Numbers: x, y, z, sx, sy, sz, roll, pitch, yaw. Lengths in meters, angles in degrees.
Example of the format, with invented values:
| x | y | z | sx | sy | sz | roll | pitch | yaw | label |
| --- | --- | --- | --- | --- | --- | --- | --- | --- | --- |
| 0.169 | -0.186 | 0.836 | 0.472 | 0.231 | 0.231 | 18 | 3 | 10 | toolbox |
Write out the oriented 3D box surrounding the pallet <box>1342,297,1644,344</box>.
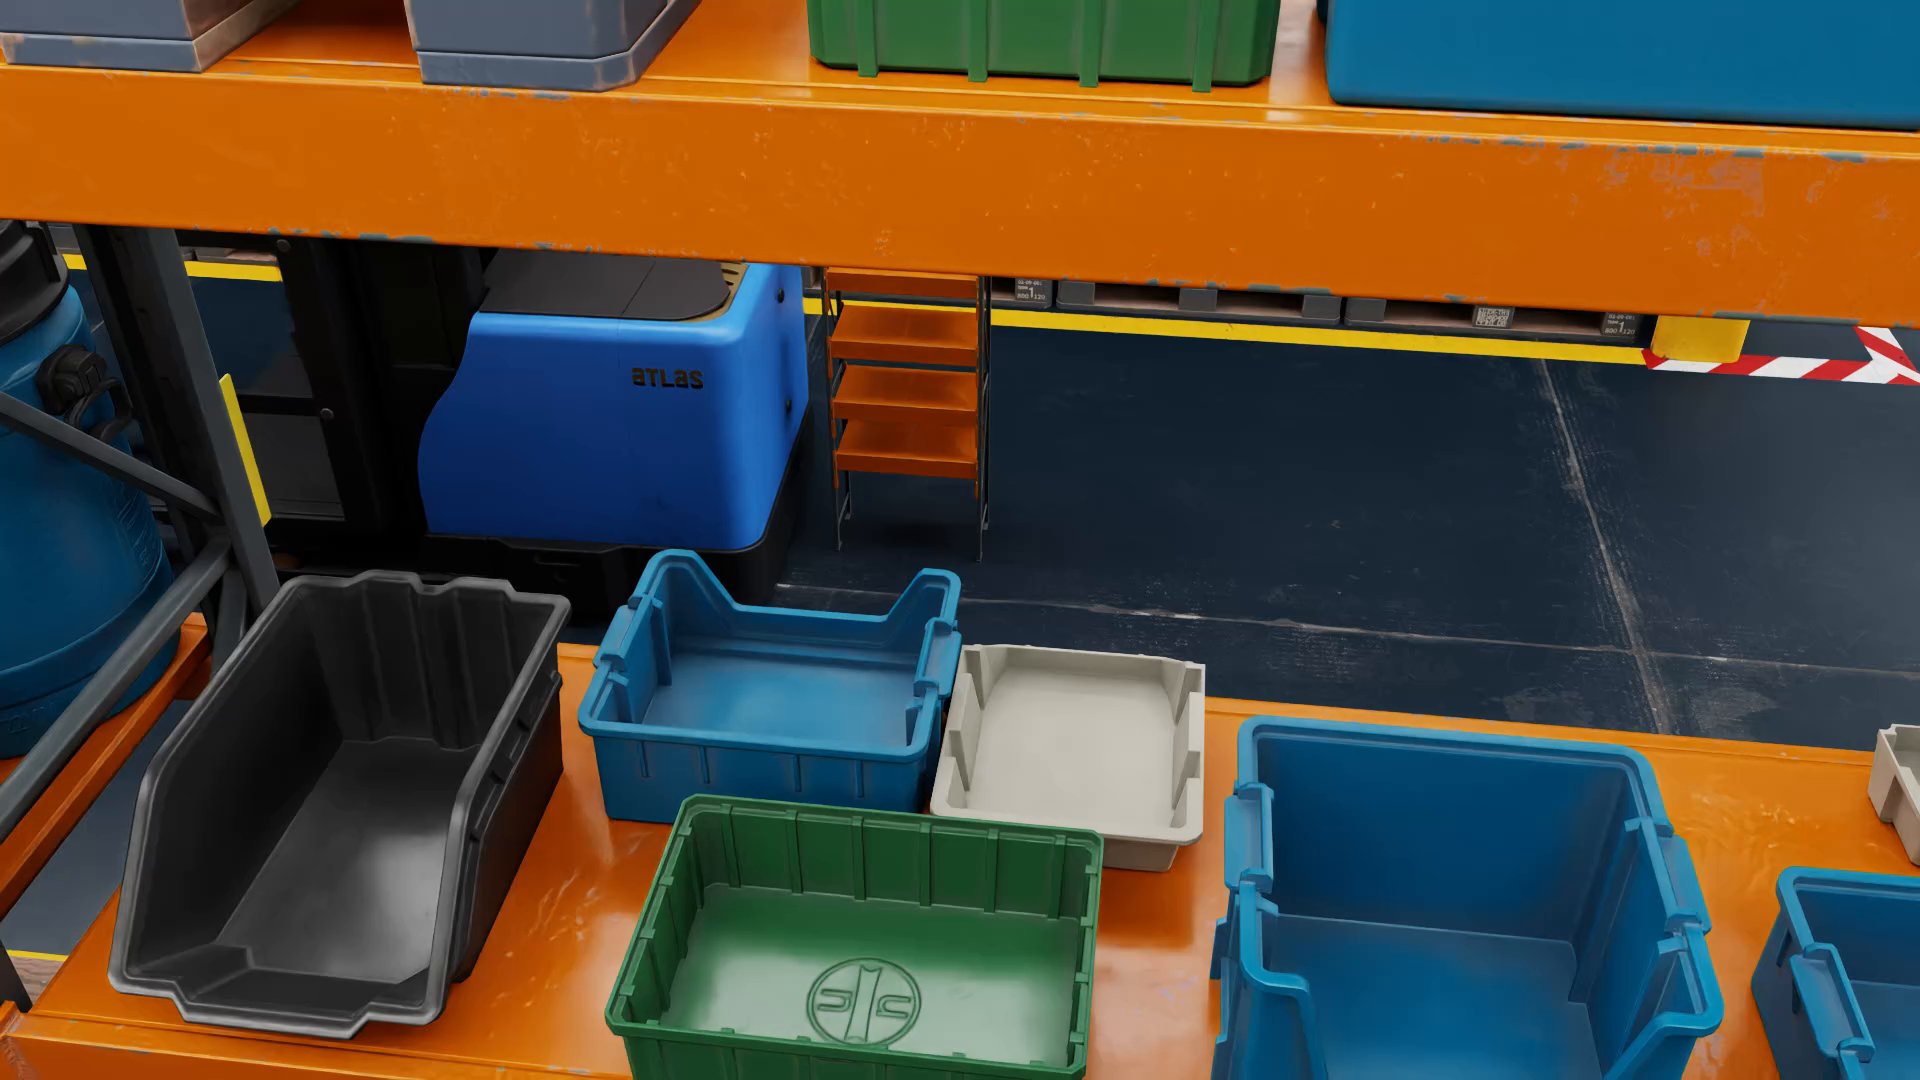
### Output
| x | y | z | sx | sy | sz | roll | pitch | yaw | label |
| --- | --- | --- | --- | --- | --- | --- | --- | --- | --- |
| 2.277 | -1.229 | 7.290 | 1.213 | 0.211 | 1.003 | 4 | 36 | 6 | pallet |

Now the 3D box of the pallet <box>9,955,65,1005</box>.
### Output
| x | y | z | sx | sy | sz | roll | pitch | yaw | label |
| --- | --- | --- | --- | --- | --- | --- | --- | --- | --- |
| -2.228 | 1.379 | 3.636 | 1.213 | 0.211 | 1.003 | 4 | 36 | 6 | pallet |

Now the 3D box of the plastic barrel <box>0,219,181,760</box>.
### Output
| x | y | z | sx | sy | sz | roll | pitch | yaw | label |
| --- | --- | --- | --- | --- | --- | --- | --- | --- | --- |
| -1.789 | -0.127 | 2.914 | 0.708 | 0.901 | 0.600 | 4 | 36 | 6 | plastic barrel |

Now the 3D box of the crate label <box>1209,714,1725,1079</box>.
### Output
| x | y | z | sx | sy | sz | roll | pitch | yaw | label |
| --- | --- | --- | --- | --- | --- | --- | --- | --- | --- |
| 0.663 | 0.581 | 2.323 | 0.616 | 0.435 | 0.502 | 4 | 36 | 6 | crate label |

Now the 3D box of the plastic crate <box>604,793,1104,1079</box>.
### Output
| x | y | z | sx | sy | sz | roll | pitch | yaw | label |
| --- | --- | --- | --- | --- | --- | --- | --- | --- | --- |
| -0.134 | 0.629 | 2.468 | 0.662 | 0.188 | 0.450 | 4 | 36 | 6 | plastic crate |

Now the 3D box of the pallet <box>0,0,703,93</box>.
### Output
| x | y | z | sx | sy | sz | roll | pitch | yaw | label |
| --- | --- | --- | --- | --- | --- | --- | --- | --- | --- |
| -0.716 | -0.867 | 1.963 | 1.003 | 0.211 | 1.213 | 4 | 36 | 6 | pallet |

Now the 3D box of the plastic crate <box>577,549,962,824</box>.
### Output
| x | y | z | sx | sy | sz | roll | pitch | yaw | label |
| --- | --- | --- | --- | --- | --- | --- | --- | --- | --- |
| -0.312 | 0.266 | 2.923 | 0.616 | 0.251 | 0.499 | 4 | 36 | 6 | plastic crate |

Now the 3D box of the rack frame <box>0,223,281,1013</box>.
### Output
| x | y | z | sx | sy | sz | roll | pitch | yaw | label |
| --- | --- | --- | --- | --- | --- | --- | --- | --- | --- |
| -1.444 | 0.280 | 2.775 | 0.127 | 3.000 | 1.000 | 4 | 36 | 6 | rack frame |

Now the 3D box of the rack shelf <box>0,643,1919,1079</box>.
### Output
| x | y | z | sx | sy | sz | roll | pitch | yaw | label |
| --- | --- | --- | --- | --- | --- | --- | --- | --- | --- |
| 0.539 | 0.721 | 2.777 | 4.000 | 0.370 | 1.077 | 4 | 36 | 6 | rack shelf |

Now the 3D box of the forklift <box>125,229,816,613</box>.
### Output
| x | y | z | sx | sy | sz | roll | pitch | yaw | label |
| --- | --- | --- | --- | --- | --- | --- | --- | --- | --- |
| -2.074 | -1.285 | 5.027 | 3.031 | 2.935 | 1.130 | 3 | 36 | 5 | forklift |

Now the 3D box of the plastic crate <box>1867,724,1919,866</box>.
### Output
| x | y | z | sx | sy | sz | roll | pitch | yaw | label |
| --- | --- | --- | --- | --- | --- | --- | --- | --- | --- |
| 1.677 | 0.432 | 2.790 | 0.250 | 0.136 | 0.298 | 4 | 36 | 6 | plastic crate |

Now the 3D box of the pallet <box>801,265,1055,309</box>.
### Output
| x | y | z | sx | sy | sz | roll | pitch | yaw | label |
| --- | --- | --- | --- | --- | --- | --- | --- | --- | --- |
| -0.143 | -1.409 | 7.543 | 1.213 | 0.211 | 1.003 | 4 | 36 | 6 | pallet |

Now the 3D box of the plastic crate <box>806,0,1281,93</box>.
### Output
| x | y | z | sx | sy | sz | roll | pitch | yaw | label |
| --- | --- | --- | --- | --- | --- | --- | --- | --- | --- |
| 0.086 | -0.581 | 1.582 | 0.450 | 0.188 | 0.336 | 4 | 36 | 6 | plastic crate |

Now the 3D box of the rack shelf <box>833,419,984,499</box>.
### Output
| x | y | z | sx | sy | sz | roll | pitch | yaw | label |
| --- | --- | --- | --- | --- | --- | --- | --- | --- | --- |
| -0.164 | -0.284 | 5.573 | 0.480 | 0.148 | 0.258 | 4 | 36 | 6 | rack shelf |

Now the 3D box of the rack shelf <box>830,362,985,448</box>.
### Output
| x | y | z | sx | sy | sz | roll | pitch | yaw | label |
| --- | --- | --- | --- | --- | --- | --- | --- | --- | --- |
| -0.164 | -0.446 | 5.458 | 0.480 | 0.148 | 0.258 | 4 | 36 | 6 | rack shelf |

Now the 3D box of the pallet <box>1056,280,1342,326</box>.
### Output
| x | y | z | sx | sy | sz | roll | pitch | yaw | label |
| --- | --- | --- | --- | --- | --- | --- | --- | --- | --- |
| 1.071 | -1.321 | 7.419 | 1.213 | 0.211 | 1.003 | 4 | 36 | 6 | pallet |

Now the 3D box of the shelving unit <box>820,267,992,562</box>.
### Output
| x | y | z | sx | sy | sz | roll | pitch | yaw | label |
| --- | --- | --- | --- | --- | --- | --- | --- | --- | --- |
| -0.164 | -0.501 | 5.419 | 0.503 | 1.200 | 0.258 | 4 | 36 | 6 | shelving unit |

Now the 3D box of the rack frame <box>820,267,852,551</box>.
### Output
| x | y | z | sx | sy | sz | roll | pitch | yaw | label |
| --- | --- | --- | --- | --- | --- | --- | --- | --- | --- |
| -0.406 | -0.519 | 5.444 | 0.015 | 1.200 | 0.240 | 4 | 36 | 6 | rack frame |

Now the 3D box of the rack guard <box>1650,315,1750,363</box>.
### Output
| x | y | z | sx | sy | sz | roll | pitch | yaw | label |
| --- | --- | --- | --- | --- | --- | --- | --- | --- | --- |
| 3.079 | -1.266 | 7.093 | 0.348 | 0.500 | 1.175 | 4 | 36 | 6 | rack guard |

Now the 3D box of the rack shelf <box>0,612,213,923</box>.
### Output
| x | y | z | sx | sy | sz | roll | pitch | yaw | label |
| --- | --- | --- | --- | --- | --- | --- | --- | --- | --- |
| -3.428 | 0.425 | 3.192 | 4.000 | 0.370 | 1.077 | 4 | 36 | 6 | rack shelf |

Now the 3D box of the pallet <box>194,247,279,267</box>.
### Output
| x | y | z | sx | sy | sz | roll | pitch | yaw | label |
| --- | --- | --- | --- | --- | --- | --- | --- | --- | --- |
| -2.799 | -1.584 | 7.788 | 1.213 | 0.211 | 1.003 | 4 | 36 | 6 | pallet |

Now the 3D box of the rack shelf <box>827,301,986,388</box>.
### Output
| x | y | z | sx | sy | sz | roll | pitch | yaw | label |
| --- | --- | --- | --- | --- | --- | --- | --- | --- | --- |
| -0.164 | -0.628 | 5.328 | 0.480 | 0.148 | 0.258 | 4 | 36 | 6 | rack shelf |

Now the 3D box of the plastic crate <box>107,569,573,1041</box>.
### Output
| x | y | z | sx | sy | sz | roll | pitch | yaw | label |
| --- | --- | --- | --- | --- | --- | --- | --- | --- | --- |
| -0.941 | 0.417 | 2.637 | 0.504 | 0.338 | 0.767 | 4 | 36 | 6 | plastic crate |

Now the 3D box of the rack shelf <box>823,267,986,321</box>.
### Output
| x | y | z | sx | sy | sz | roll | pitch | yaw | label |
| --- | --- | --- | --- | --- | --- | --- | --- | --- | --- |
| -0.164 | -0.820 | 5.190 | 0.480 | 0.148 | 0.258 | 4 | 36 | 6 | rack shelf |

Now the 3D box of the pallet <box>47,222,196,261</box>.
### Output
| x | y | z | sx | sy | sz | roll | pitch | yaw | label |
| --- | --- | --- | --- | --- | --- | --- | --- | --- | --- |
| -4.006 | -1.676 | 7.917 | 1.213 | 0.211 | 1.003 | 4 | 36 | 6 | pallet |

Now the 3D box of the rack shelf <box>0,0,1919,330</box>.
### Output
| x | y | z | sx | sy | sz | roll | pitch | yaw | label |
| --- | --- | --- | --- | --- | --- | --- | --- | --- | --- |
| 0.539 | -0.500 | 1.906 | 4.000 | 0.370 | 1.077 | 4 | 36 | 6 | rack shelf |

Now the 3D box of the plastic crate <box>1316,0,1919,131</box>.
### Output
| x | y | z | sx | sy | sz | roll | pitch | yaw | label |
| --- | --- | --- | --- | --- | --- | --- | --- | --- | --- |
| 0.593 | -0.606 | 1.449 | 0.575 | 0.384 | 0.392 | 4 | 36 | 6 | plastic crate |

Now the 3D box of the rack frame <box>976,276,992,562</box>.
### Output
| x | y | z | sx | sy | sz | roll | pitch | yaw | label |
| --- | --- | --- | --- | --- | --- | --- | --- | --- | --- |
| 0.078 | -0.483 | 5.393 | 0.015 | 1.200 | 0.240 | 4 | 36 | 6 | rack frame |

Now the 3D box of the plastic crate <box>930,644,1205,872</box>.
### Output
| x | y | z | sx | sy | sz | roll | pitch | yaw | label |
| --- | --- | --- | --- | --- | --- | --- | --- | --- | --- |
| 0.199 | 0.362 | 2.888 | 0.437 | 0.136 | 0.530 | 4 | 36 | 6 | plastic crate |

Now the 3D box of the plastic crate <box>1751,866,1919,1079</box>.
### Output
| x | y | z | sx | sy | sz | roll | pitch | yaw | label |
| --- | --- | --- | --- | --- | --- | --- | --- | --- | --- |
| 1.345 | 0.721 | 2.286 | 0.408 | 0.251 | 0.499 | 4 | 36 | 6 | plastic crate |

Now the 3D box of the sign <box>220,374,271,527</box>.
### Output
| x | y | z | sx | sy | sz | roll | pitch | yaw | label |
| --- | --- | --- | --- | --- | --- | --- | --- | --- | --- |
| -1.363 | -0.149 | 3.138 | 0.005 | 0.325 | 0.100 | 4 | 36 | 6 | sign |
